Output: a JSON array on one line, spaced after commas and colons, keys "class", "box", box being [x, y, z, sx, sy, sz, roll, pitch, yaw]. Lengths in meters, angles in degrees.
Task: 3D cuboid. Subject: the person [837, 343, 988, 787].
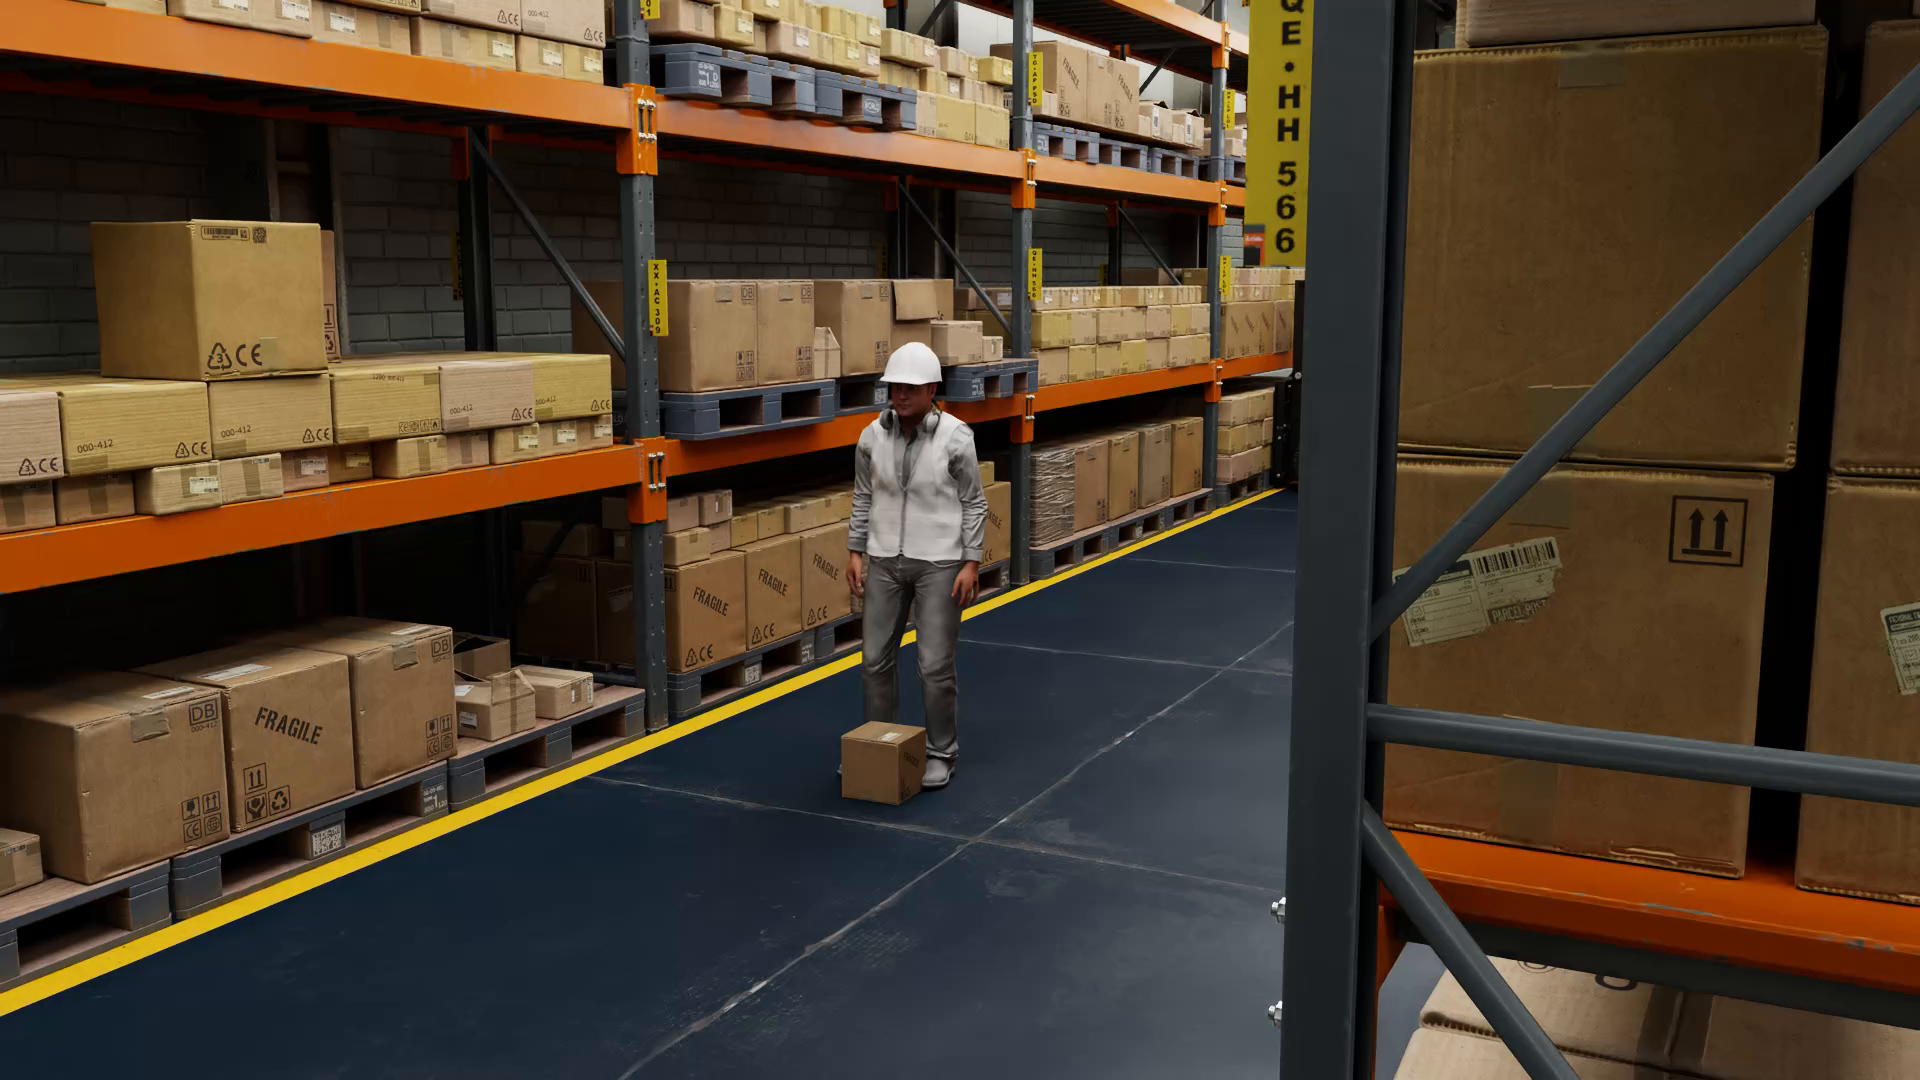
[{"class": "person", "box": [-0.184, 0.093, 6.695, 0.591, 1.770, 0.465, 4, 10, 22]}]
